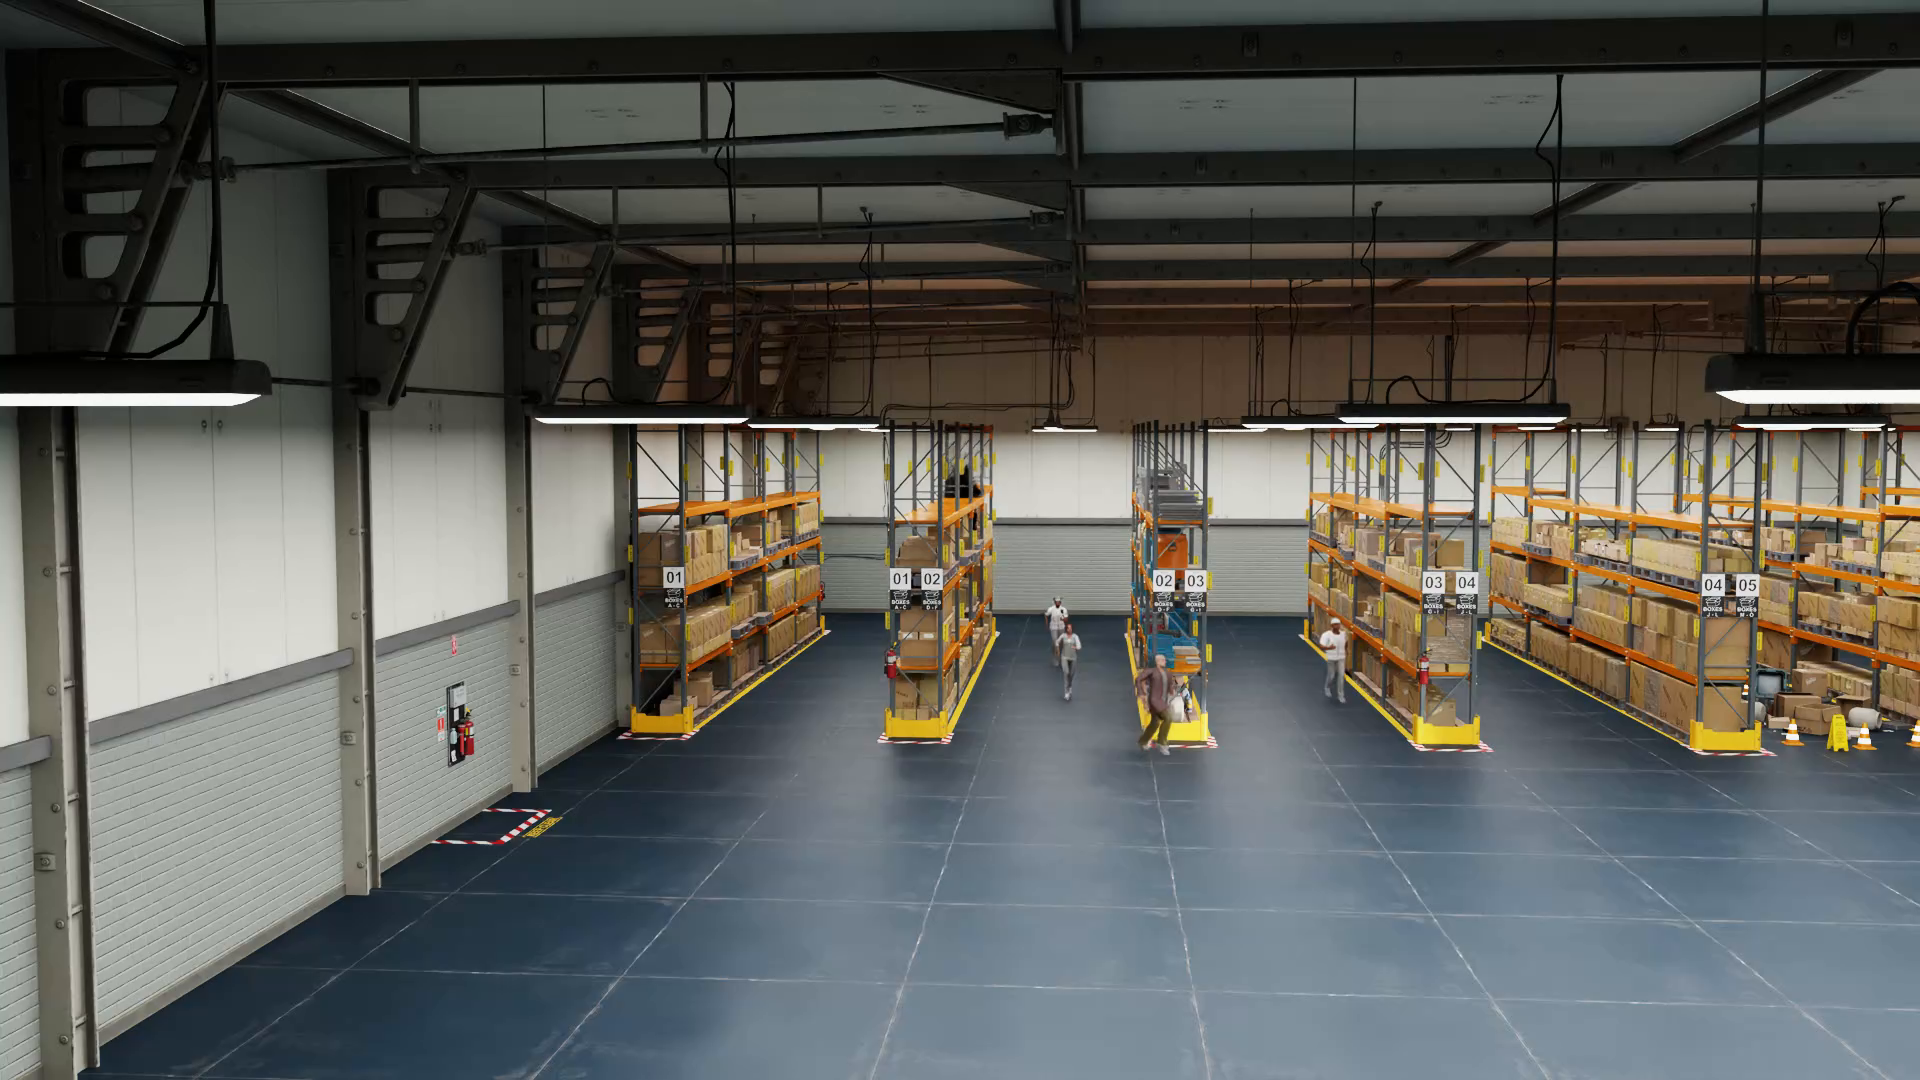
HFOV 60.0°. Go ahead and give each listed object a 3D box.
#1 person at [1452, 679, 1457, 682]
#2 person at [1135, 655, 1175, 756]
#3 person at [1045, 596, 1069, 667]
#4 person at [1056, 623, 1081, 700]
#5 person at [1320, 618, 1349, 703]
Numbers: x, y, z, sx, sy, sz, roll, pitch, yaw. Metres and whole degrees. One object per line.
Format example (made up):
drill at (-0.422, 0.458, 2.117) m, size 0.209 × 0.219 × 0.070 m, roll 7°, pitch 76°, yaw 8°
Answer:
person at (11.591, 2.417, 38.681) m, size 0.638 × 1.738 × 0.686 m, roll 0°, pitch 4°, yaw -7°
person at (3.582, 2.938, 29.876) m, size 0.795 × 1.751 × 0.678 m, roll 3°, pitch 5°, yaw 43°
person at (2.416, 2.251, 41.357) m, size 0.554 × 1.741 × 0.825 m, roll -1°, pitch 4°, yaw -10°
person at (2.365, 2.617, 36.217) m, size 0.517 × 1.630 × 0.784 m, roll 0°, pitch 4°, yaw -6°
person at (8.049, 2.551, 35.637) m, size 0.701 × 1.765 × 0.917 m, roll 0°, pitch 4°, yaw -6°
